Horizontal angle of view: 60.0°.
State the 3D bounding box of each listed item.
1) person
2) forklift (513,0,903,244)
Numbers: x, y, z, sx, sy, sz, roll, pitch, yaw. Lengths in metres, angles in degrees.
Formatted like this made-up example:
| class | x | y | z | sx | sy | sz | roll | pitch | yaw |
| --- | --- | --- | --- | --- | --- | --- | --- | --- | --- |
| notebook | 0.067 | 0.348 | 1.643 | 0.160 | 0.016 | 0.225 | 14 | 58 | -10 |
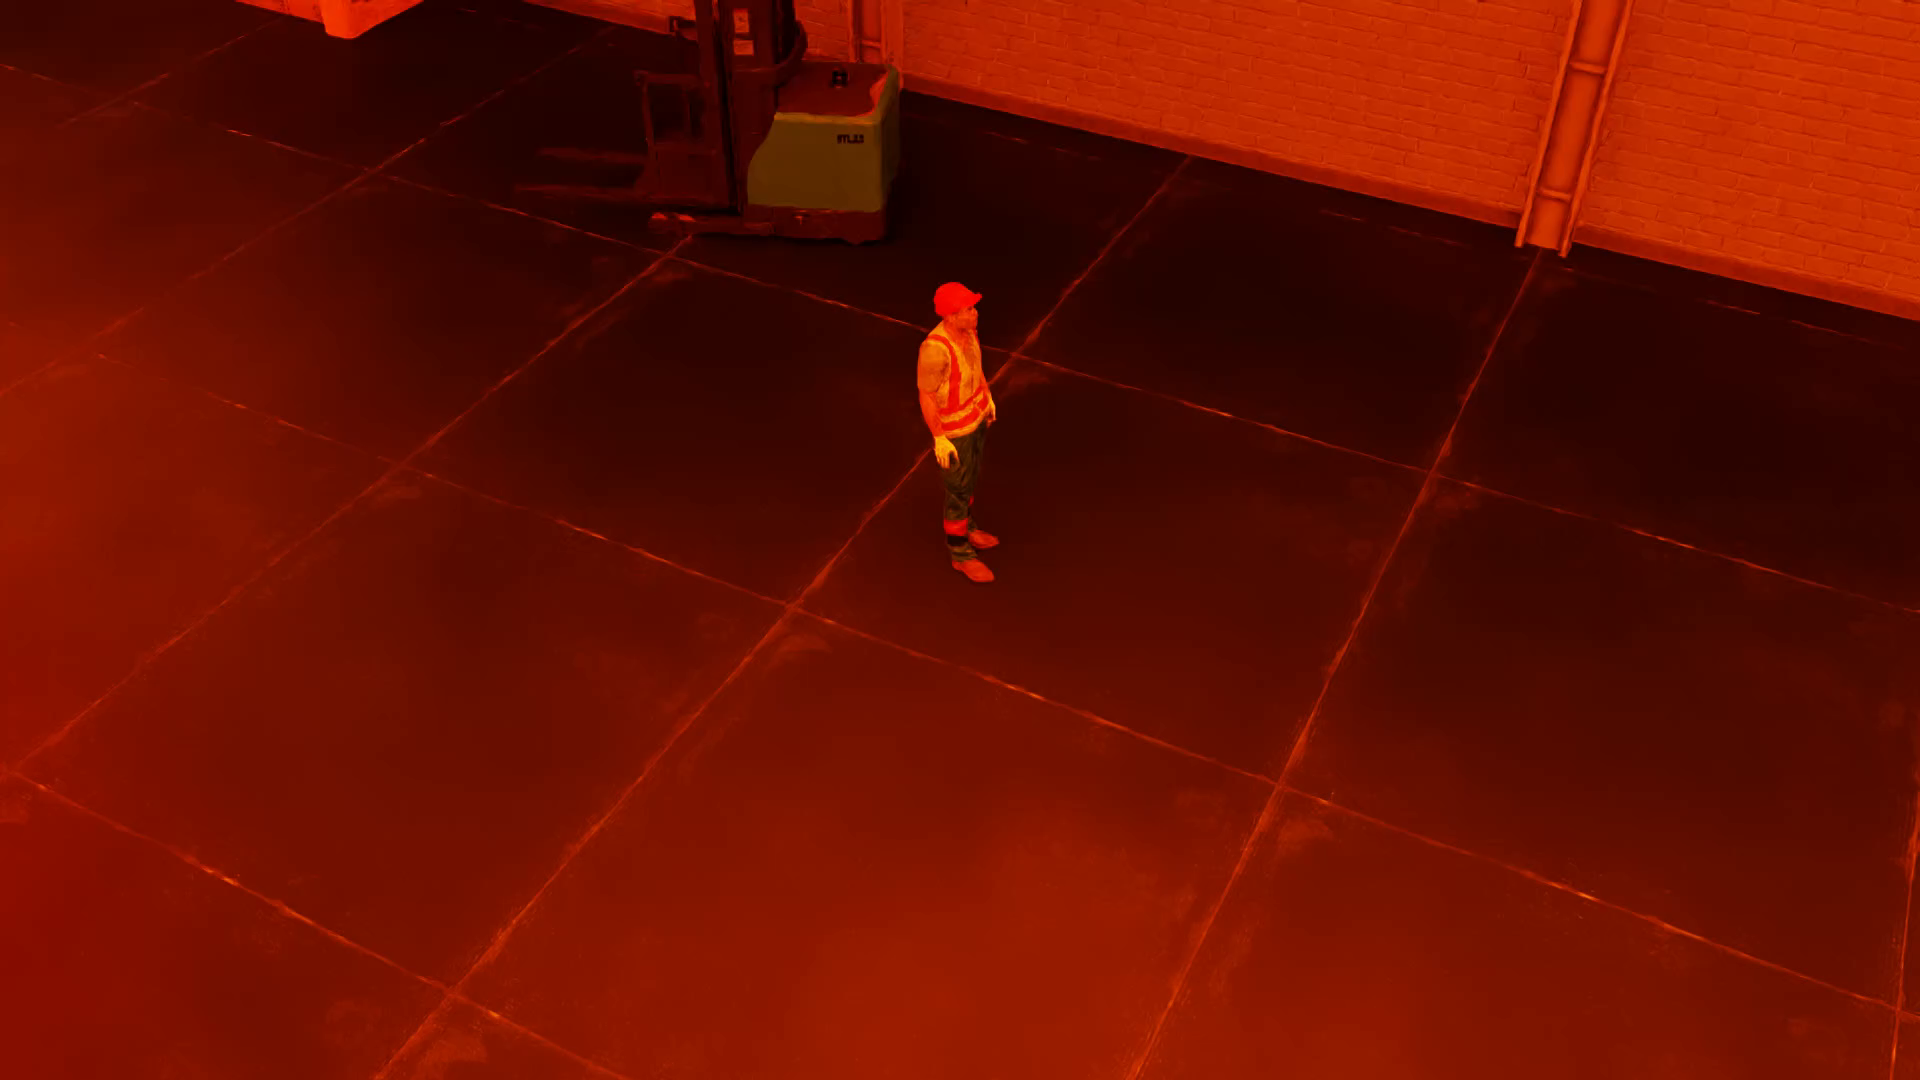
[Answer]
| class | x | y | z | sx | sy | sz | roll | pitch | yaw |
| --- | --- | --- | --- | --- | --- | --- | --- | --- | --- |
| person | 0.066 | -0.657 | 9.647 | 0.563 | 1.783 | 0.637 | 18 | 43 | 21 |
| forklift | -2.022 | -3.844 | 12.550 | 3.031 | 2.935 | 1.130 | 5 | 40 | 6 |
